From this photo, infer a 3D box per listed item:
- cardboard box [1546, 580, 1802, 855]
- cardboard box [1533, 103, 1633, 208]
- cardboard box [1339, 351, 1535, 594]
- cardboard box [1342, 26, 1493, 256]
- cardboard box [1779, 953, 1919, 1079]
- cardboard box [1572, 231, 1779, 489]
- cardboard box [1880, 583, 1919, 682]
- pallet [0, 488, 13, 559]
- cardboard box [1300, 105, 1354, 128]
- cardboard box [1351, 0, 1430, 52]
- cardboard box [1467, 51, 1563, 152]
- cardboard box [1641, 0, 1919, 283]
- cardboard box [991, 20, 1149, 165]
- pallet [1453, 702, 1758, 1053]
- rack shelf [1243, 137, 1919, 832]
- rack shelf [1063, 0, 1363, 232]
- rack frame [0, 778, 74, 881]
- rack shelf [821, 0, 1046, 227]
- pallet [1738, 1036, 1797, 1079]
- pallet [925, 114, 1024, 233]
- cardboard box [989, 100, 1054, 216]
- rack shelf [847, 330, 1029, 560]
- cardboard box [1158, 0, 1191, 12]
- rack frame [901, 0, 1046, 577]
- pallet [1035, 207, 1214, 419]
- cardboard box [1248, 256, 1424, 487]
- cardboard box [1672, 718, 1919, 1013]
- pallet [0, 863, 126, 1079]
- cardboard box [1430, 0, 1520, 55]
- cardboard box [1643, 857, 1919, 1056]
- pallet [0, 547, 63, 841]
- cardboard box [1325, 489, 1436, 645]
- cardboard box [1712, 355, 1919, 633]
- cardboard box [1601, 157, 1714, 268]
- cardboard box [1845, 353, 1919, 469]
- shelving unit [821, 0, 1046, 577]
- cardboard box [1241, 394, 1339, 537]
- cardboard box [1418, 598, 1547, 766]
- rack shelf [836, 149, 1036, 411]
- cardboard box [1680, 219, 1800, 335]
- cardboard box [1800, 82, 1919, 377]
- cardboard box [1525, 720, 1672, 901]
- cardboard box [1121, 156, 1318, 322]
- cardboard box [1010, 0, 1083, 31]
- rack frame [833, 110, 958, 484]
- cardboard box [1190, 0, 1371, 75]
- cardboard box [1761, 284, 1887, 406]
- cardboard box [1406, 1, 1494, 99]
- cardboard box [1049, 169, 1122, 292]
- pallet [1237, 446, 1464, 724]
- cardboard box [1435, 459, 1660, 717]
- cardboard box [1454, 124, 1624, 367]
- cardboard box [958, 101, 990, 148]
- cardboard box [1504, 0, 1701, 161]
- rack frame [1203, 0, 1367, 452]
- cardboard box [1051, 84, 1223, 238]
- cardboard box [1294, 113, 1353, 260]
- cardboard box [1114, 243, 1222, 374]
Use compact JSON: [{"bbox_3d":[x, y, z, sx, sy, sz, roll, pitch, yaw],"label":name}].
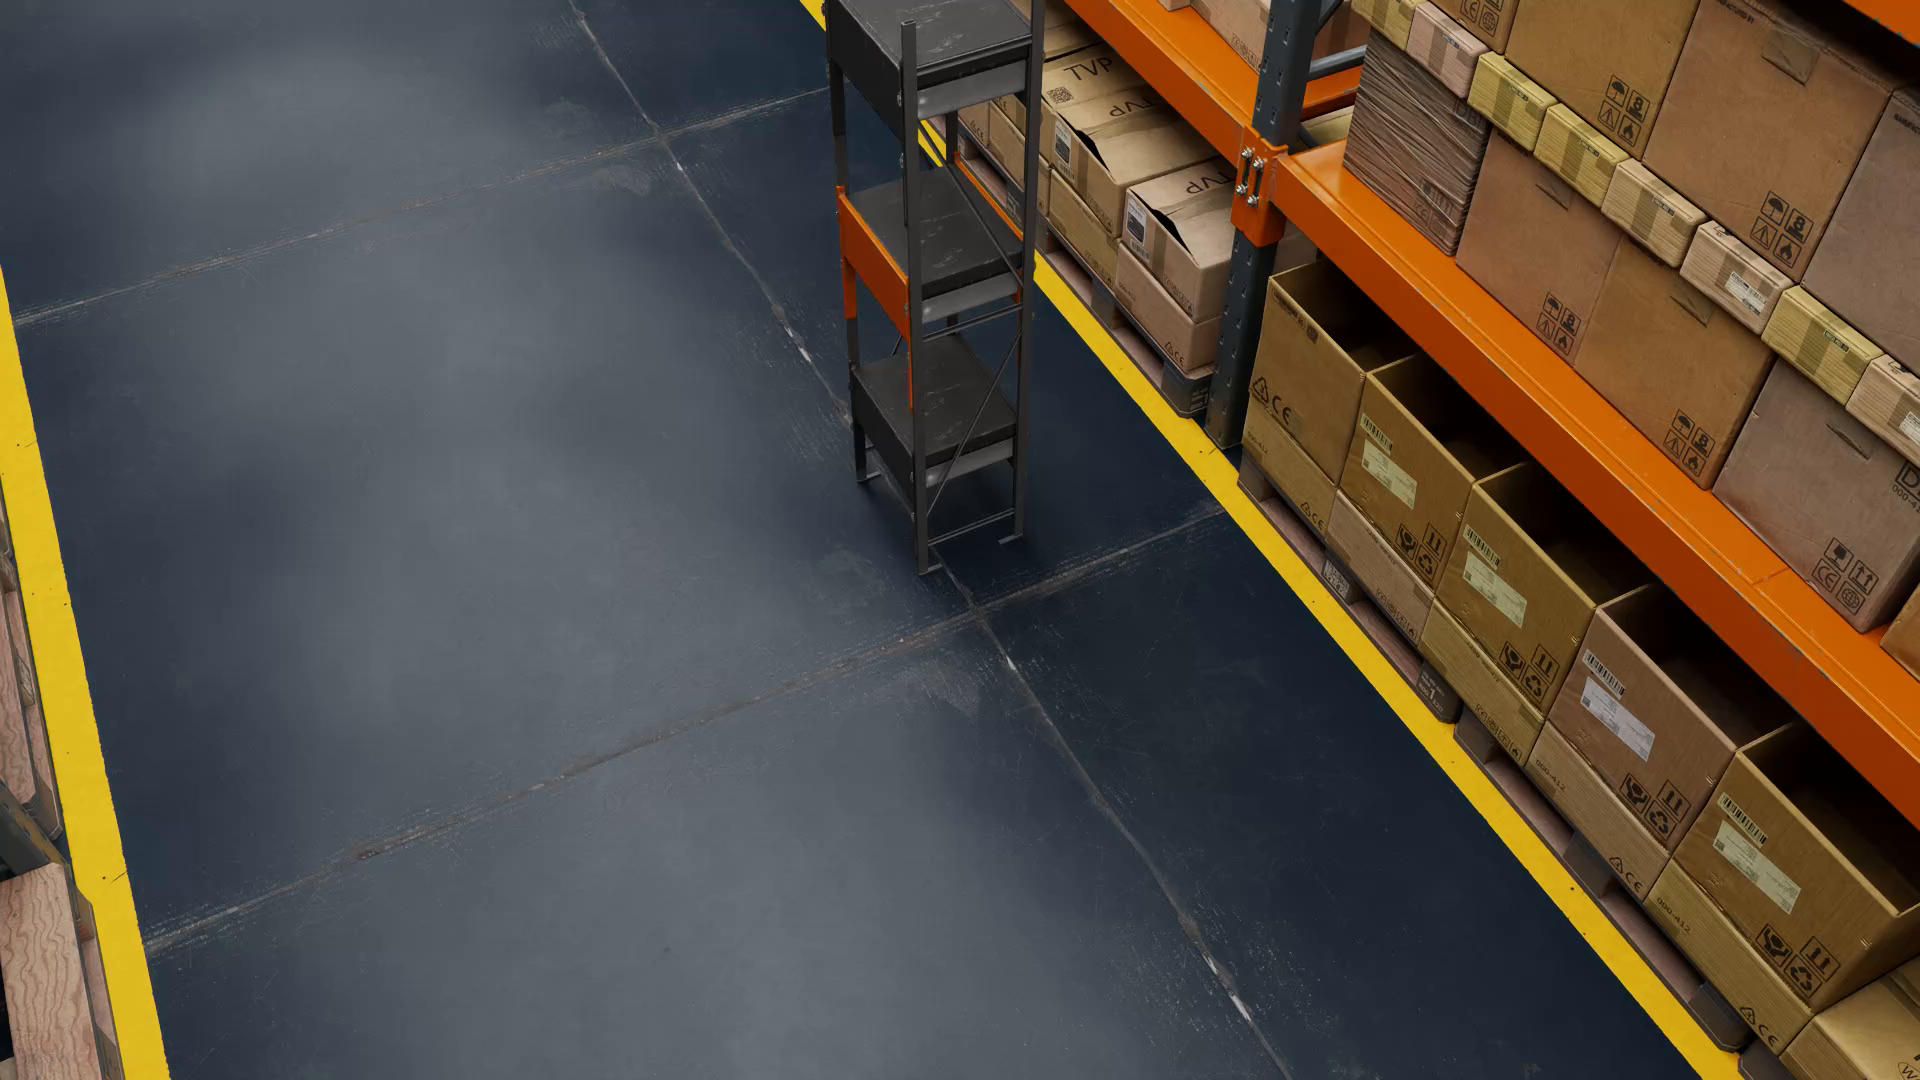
[{"bbox_3d":[1.986,0.423,4.437,0.500,0.500,0.500,-21,52,-18],"label":"cardboard box"},{"bbox_3d":[1.671,-1.003,4.137,0.380,0.149,0.250,-22,52,-18],"label":"cardboard box"},{"bbox_3d":[1.534,-0.248,5.024,0.500,0.500,0.500,-21,52,-18],"label":"cardboard box"},{"bbox_3d":[1.573,-1.257,4.790,0.700,0.500,0.500,-22,53,-18],"label":"cardboard box"},{"bbox_3d":[2.447,1.338,4.135,0.500,0.250,0.500,-21,52,-18],"label":"cardboard box"},{"bbox_3d":[2.046,-0.569,4.188,0.700,0.500,0.500,-20,52,-17],"label":"cardboard box"},{"bbox_3d":[2.526,0.125,3.582,0.700,0.500,0.500,-21,52,-17],"label":"cardboard box"},{"bbox_3d":[-3.959,-0.230,5.811,1.003,0.211,1.213,-21,52,-18],"label":"pallet"},{"bbox_3d":[1.172,-1.635,6.363,0.500,0.311,0.500,-22,52,-18],"label":"cardboard box"},{"bbox_3d":[1.315,-1.518,4.588,0.380,0.149,0.250,-21,52,-18],"label":"cardboard box"},{"bbox_3d":[1.550,-1.178,4.290,0.380,0.149,0.250,-22,53,-18],"label":"cardboard box"},{"bbox_3d":[2.034,-1.010,3.713,0.700,0.500,0.500,-21,52,-18],"label":"cardboard box"},{"bbox_3d":[0.454,-1.789,6.497,0.500,0.311,0.500,-21,52,-18],"label":"cardboard box"},{"bbox_3d":[2.253,0.764,4.942,1.003,0.211,1.213,-21,52,-18],"label":"pallet"},{"bbox_3d":[2.279,0.057,4.185,1.077,0.370,4.000,-21,52,-18],"label":"rack shelf"},{"bbox_3d":[0.449,-2.620,6.527,1.077,0.370,4.000,-21,52,-18],"label":"rack shelf"},{"bbox_3d":[-3.039,0.190,3.591,1.000,3.000,0.127,-21,52,-18],"label":"rack frame"},{"bbox_3d":[-0.076,-1.254,4.540,0.431,0.518,0.480,-21,52,-18],"label":"rack shelf"},{"bbox_3d":[2.807,1.579,4.228,1.003,0.211,1.213,-21,52,-18],"label":"pallet"},{"bbox_3d":[0.430,-1.898,7.269,1.003,0.211,1.213,-21,52,-18],"label":"pallet"},{"bbox_3d":[0.452,-1.611,6.714,0.500,0.250,0.500,-20,52,-17],"label":"cardboard box"},{"bbox_3d":[-0.076,-0.332,5.594,0.431,0.518,0.480,-21,52,-18],"label":"rack shelf"},{"bbox_3d":[0.798,-1.999,5.595,0.396,0.266,0.258,-22,52,-18],"label":"cardboard box"},{"bbox_3d":[0.036,-0.639,4.914,0.400,2.100,0.015,-21,52,-18],"label":"rack frame"},{"bbox_3d":[0.992,-1.080,6.554,1.003,0.211,1.213,-21,52,-18],"label":"pallet"},{"bbox_3d":[1.298,-0.580,5.314,0.500,0.500,0.500,-21,52,-18],"label":"cardboard box"},{"bbox_3d":[2.214,0.758,4.144,0.500,0.500,0.500,-21,52,-18],"label":"cardboard box"},{"bbox_3d":[-2.700,1.546,4.258,1.003,0.211,1.213,-21,52,-18],"label":"pallet"},{"bbox_3d":[1.573,-1.684,4.301,0.700,0.500,0.500,-21,52,-17],"label":"cardboard box"},{"bbox_3d":[2.217,1.004,4.427,0.500,0.250,0.500,-21,52,-18],"label":"cardboard box"},{"bbox_3d":[-3.396,0.588,5.096,1.003,0.211,1.213,-21,52,-18],"label":"pallet"},{"bbox_3d":[1.531,0.000,5.305,0.500,0.250,0.500,-21,52,-18],"label":"cardboard box"},{"bbox_3d":[2.281,-0.226,3.889,0.700,0.500,0.500,-20,52,-16],"label":"cardboard box"},{"bbox_3d":[1.783,-0.835,3.990,0.380,0.149,0.250,-23,53,-19],"label":"cardboard box"},{"bbox_3d":[2.139,-0.315,3.536,0.380,0.149,0.250,-22,52,-18],"label":"cardboard box"},{"bbox_3d":[-0.076,-0.802,5.057,0.431,2.100,0.503,-21,52,-18],"label":"shelving unit"},{"bbox_3d":[1.307,-0.337,5.599,0.500,0.250,0.500,-21,52,-18],"label":"cardboard box"},{"bbox_3d":[1.755,0.336,5.011,0.500,0.250,0.500,-21,52,-18],"label":"cardboard box"},{"bbox_3d":[-0.076,-0.793,5.067,0.431,0.518,0.480,-21,52,-18],"label":"rack shelf"},{"bbox_3d":[1.908,-0.657,3.835,0.380,0.149,0.250,-23,53,-19],"label":"cardboard box"},{"bbox_3d":[2.262,-0.676,3.420,0.700,0.500,0.500,-21,52,-17],"label":"cardboard box"},{"bbox_3d":[1.989,0.669,4.720,0.500,0.250,0.500,-21,52,-18],"label":"cardboard box"},{"bbox_3d":[0.924,-1.108,5.902,0.500,0.311,0.500,-21,52,-18],"label":"cardboard box"},{"bbox_3d":[0.227,-2.127,6.793,0.500,0.311,0.500,-22,52,-18],"label":"cardboard box"},{"bbox_3d":[-0.187,-0.965,5.199,0.400,2.100,0.015,-21,52,-18],"label":"rack frame"},{"bbox_3d":[1.100,-1.784,5.417,0.500,0.250,0.500,-18,51,-15],"label":"cardboard box"},{"bbox_3d":[2.027,-0.483,3.682,0.380,0.149,0.250,-22,52,-18],"label":"cardboard box"},{"bbox_3d":[1.430,-1.350,4.441,0.380,0.149,0.250,-20,52,-17],"label":"cardboard box"},{"bbox_3d":[0.687,-1.268,6.414,0.500,0.250,0.500,-22,52,-18],"label":"cardboard box"},{"bbox_3d":[1.691,-0.054,5.657,1.003,0.211,1.213,-21,52,-18],"label":"pallet"},{"bbox_3d":[1.756,0.089,4.729,0.500,0.500,0.500,-21,52,-18],"label":"cardboard box"},{"bbox_3d":[1.820,-0.906,4.483,0.700,0.500,0.500,-22,52,-18],"label":"cardboard box"},{"bbox_3d":[0.221,-1.952,7.012,0.500,0.250,0.500,-20,52,-17],"label":"cardboard box"},{"bbox_3d":[1.805,-1.346,4.006,0.700,0.500,0.500,-21,52,-18],"label":"cardboard box"},{"bbox_3d":[1.364,-1.518,5.085,1.000,3.000,0.127,-21,52,-18],"label":"rack frame"},{"bbox_3d":[0.680,-1.454,6.204,0.500,0.311,0.500,-20,52,-17],"label":"cardboard box"},{"bbox_3d":[1.396,-1.298,6.068,0.500,0.311,0.500,-21,52,-17],"label":"cardboard box"},{"bbox_3d":[0.917,-0.929,6.118,0.500,0.250,0.500,-22,52,-18],"label":"cardboard box"}]
